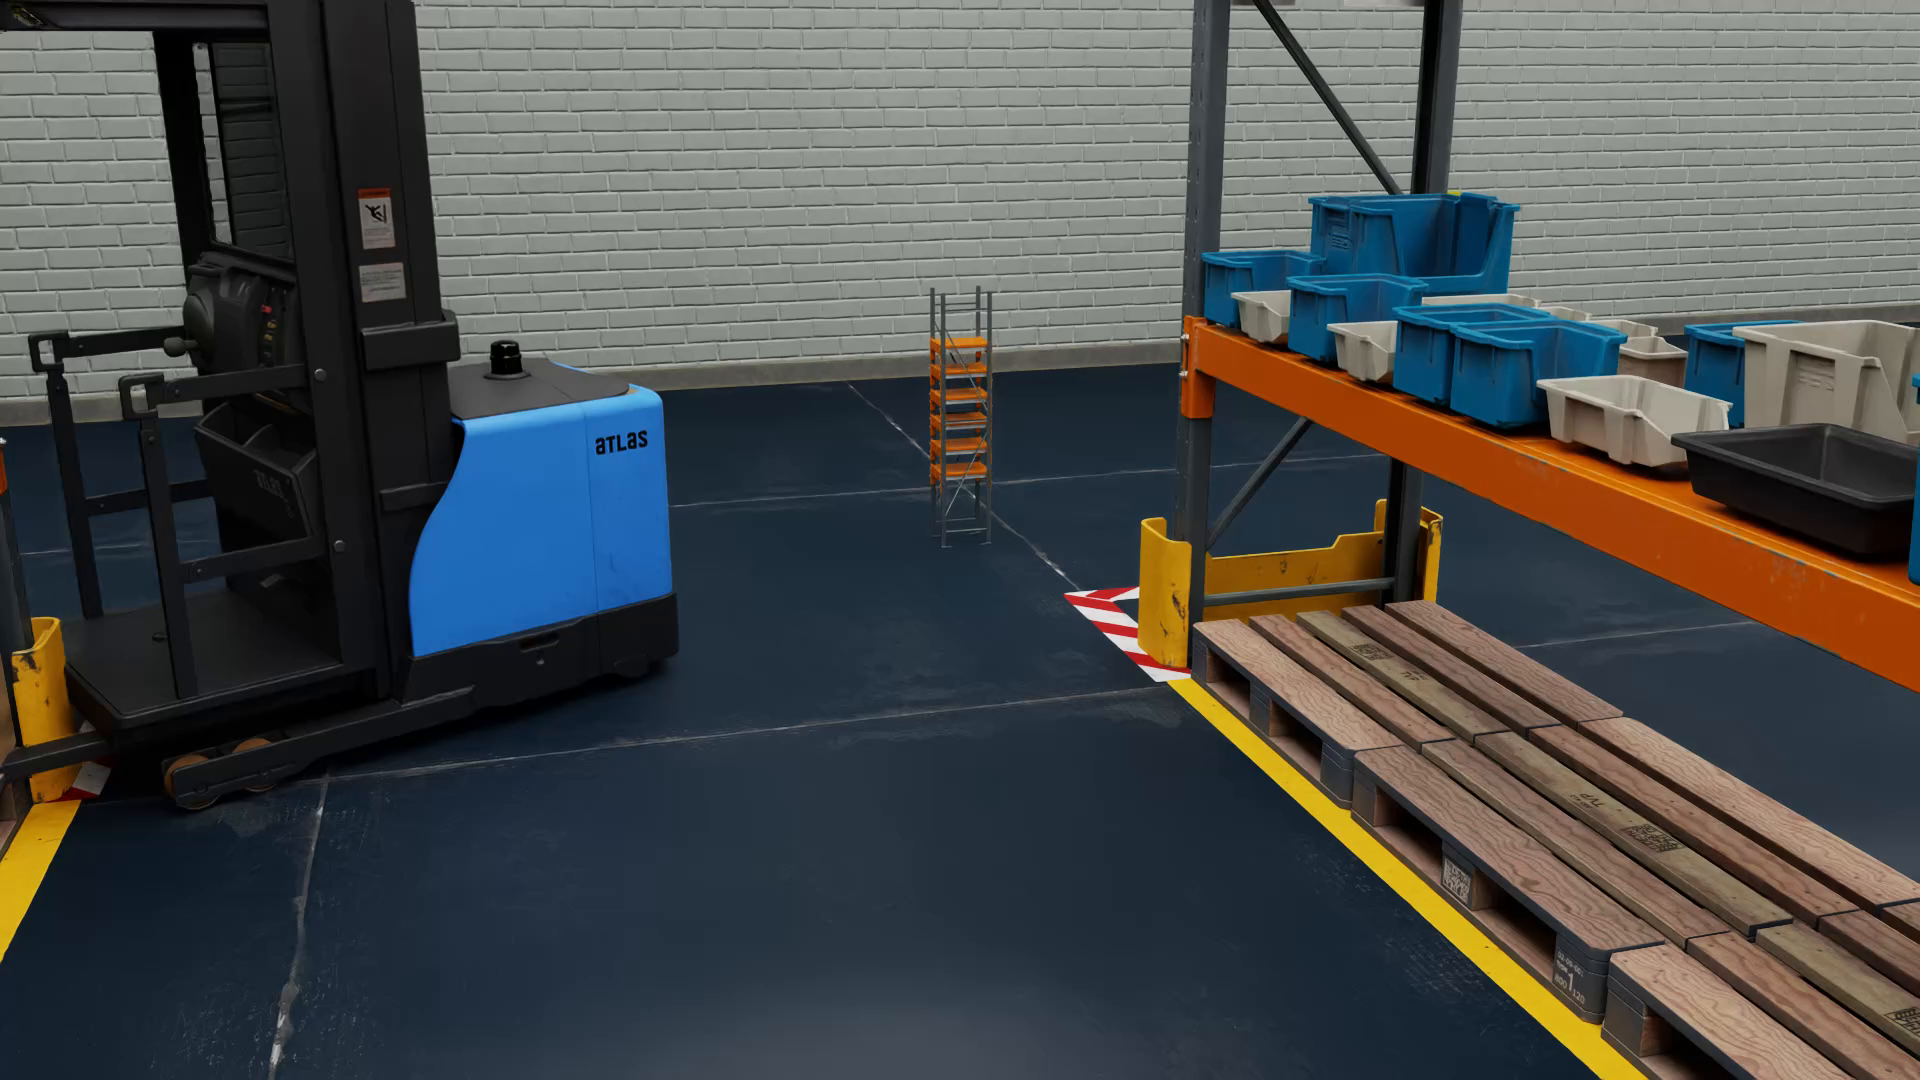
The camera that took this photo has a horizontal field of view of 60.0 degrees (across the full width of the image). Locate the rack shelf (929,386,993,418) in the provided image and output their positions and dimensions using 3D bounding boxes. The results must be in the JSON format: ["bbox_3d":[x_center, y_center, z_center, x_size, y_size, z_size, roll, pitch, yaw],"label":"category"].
[{"bbox_3d":[0.004,-0.643,7.744,0.258,0.103,0.180,-5,17,-15],"label":"rack shelf"}]

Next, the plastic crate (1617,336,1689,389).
[{"bbox_3d":[1.978,-0.486,4.708,0.298,0.136,0.250,-5,17,-15],"label":"plastic crate"}]

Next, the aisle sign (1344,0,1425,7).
[{"bbox_3d":[1.577,-2.319,5.940,0.394,0.787,0.004,-5,17,-15],"label":"aisle sign"}]

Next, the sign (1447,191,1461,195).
[{"bbox_3d":[1.840,-1.157,6.307,0.100,0.325,0.005,-5,17,-15],"label":"sign"}]

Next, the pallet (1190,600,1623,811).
[{"bbox_3d":[1.505,0.536,5.802,1.003,0.211,1.213,-5,17,-15],"label":"pallet"}]

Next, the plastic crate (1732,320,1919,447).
[{"bbox_3d":[2.172,-0.334,3.950,0.437,0.282,0.530,-5,17,-15],"label":"plastic crate"}]

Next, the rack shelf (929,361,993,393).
[{"bbox_3d":[0.004,-0.758,7.710,0.258,0.103,0.180,-5,17,-15],"label":"rack shelf"}]

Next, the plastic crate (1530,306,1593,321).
[{"bbox_3d":[1.779,-0.641,5.226,0.396,0.136,0.243,-5,17,-15],"label":"plastic crate"}]

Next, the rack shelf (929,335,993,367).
[{"bbox_3d":[0.004,-0.873,7.675,0.258,0.103,0.180,-5,17,-15],"label":"rack shelf"}]

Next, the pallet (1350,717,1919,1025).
[{"bbox_3d":[1.836,0.872,4.681,1.003,0.211,1.213,-5,17,-15],"label":"pallet"}]

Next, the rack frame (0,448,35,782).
[{"bbox_3d":[-3.448,-0.641,4.871,1.000,3.000,0.127,-5,17,-15],"label":"rack frame"}]

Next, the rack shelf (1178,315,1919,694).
[{"bbox_3d":[1.865,-0.133,4.433,1.077,0.370,4.000,-5,17,-15],"label":"rack shelf"}]

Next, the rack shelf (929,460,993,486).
[{"bbox_3d":[0.004,-0.298,7.848,0.258,0.103,0.180,-5,17,-15],"label":"rack shelf"}]

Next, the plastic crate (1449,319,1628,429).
[{"bbox_3d":[1.511,-0.438,4.383,0.416,0.233,0.300,-5,17,-15],"label":"plastic crate"}]

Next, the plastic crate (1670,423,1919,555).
[{"bbox_3d":[1.849,-0.110,3.478,0.437,0.125,0.590,-5,17,-15],"label":"plastic crate"}]

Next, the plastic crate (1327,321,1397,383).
[{"bbox_3d":[1.262,-0.556,4.944,0.250,0.136,0.298,-5,17,-15],"label":"plastic crate"}]

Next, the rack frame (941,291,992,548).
[{"bbox_3d":[0.029,-0.545,7.682,0.240,1.200,0.006,-5,17,-15],"label":"rack frame"}]

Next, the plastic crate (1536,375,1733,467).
[{"bbox_3d":[1.647,-0.285,4.041,0.293,0.136,0.466,-5,17,-15],"label":"plastic crate"}]

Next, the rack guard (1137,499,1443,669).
[{"bbox_3d":[1.296,0.160,6.549,1.175,0.500,0.348,-5,17,-15],"label":"rack guard"}]

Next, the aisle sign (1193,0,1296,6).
[{"bbox_3d":[1.010,-2.273,5.785,0.394,0.787,0.004,-5,17,-15],"label":"aisle sign"}]

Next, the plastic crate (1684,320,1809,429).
[{"bbox_3d":[2.126,-0.432,4.363,0.416,0.233,0.300,-5,17,-15],"label":"plastic crate"}]

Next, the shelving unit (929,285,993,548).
[{"bbox_3d":[0.004,-0.571,7.766,0.258,1.200,0.189,-5,17,-15],"label":"shelving unit"}]

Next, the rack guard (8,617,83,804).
[{"bbox_3d":[-3.428,0.578,5.160,1.175,0.500,0.348,-5,17,-15],"label":"rack guard"}]

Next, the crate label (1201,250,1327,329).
[{"bbox_3d":[1.067,-0.885,5.872,0.416,0.233,0.303,-5,17,-15],"label":"crate label"}]

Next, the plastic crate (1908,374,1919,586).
[{"bbox_3d":[1.958,-0.048,2.821,0.392,0.384,0.575,-5,17,-15],"label":"plastic crate"}]

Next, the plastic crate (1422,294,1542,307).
[{"bbox_3d":[1.713,-0.722,5.497,0.396,0.136,0.243,-5,17,-15],"label":"plastic crate"}]

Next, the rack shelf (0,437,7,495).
[{"bbox_3d":[-2.899,0.257,3.132,1.077,0.370,4.000,-5,17,-15],"label":"rack shelf"}]

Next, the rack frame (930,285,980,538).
[{"bbox_3d":[-0.021,-0.596,7.850,0.240,1.200,0.006,-5,17,-15],"label":"rack frame"}]

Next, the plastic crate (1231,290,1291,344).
[{"bbox_3d":[1.075,-0.744,5.569,0.250,0.136,0.298,-5,17,-15],"label":"plastic crate"}]

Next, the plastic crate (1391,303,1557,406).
[{"bbox_3d":[1.428,-0.521,4.660,0.416,0.233,0.300,-5,17,-15],"label":"plastic crate"}]

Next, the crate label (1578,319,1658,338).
[{"bbox_3d":[1.879,-0.566,4.976,0.396,0.136,0.243,-5,17,-15],"label":"crate label"}]

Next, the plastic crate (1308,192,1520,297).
[{"bbox_3d":[1.587,-0.999,5.898,0.616,0.435,0.499,-5,17,-15],"label":"plastic crate"}]

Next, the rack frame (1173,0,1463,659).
[{"bbox_3d":[1.315,-1.031,6.171,1.000,3.000,0.127,-5,17,-15],"label":"rack frame"}]

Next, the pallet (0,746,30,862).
[{"bbox_3d":[-3.208,0.937,4.468,1.003,0.211,1.213,-5,17,-15],"label":"pallet"}]

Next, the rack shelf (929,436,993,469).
[{"bbox_3d":[0.004,-0.413,7.813,0.258,0.103,0.180,-5,17,-15],"label":"rack shelf"}]

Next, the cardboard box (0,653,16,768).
[{"bbox_3d":[-3.062,0.477,4.731,0.500,0.500,0.500,-5,17,-15],"label":"cardboard box"}]

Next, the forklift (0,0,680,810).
[{"bbox_3d":[-2.501,-0.735,5.305,3.031,2.935,1.130,-14,22,-40],"label":"forklift"}]

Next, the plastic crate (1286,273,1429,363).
[{"bbox_3d":[1.247,-0.703,5.266,0.416,0.233,0.300,-5,17,-15],"label":"plastic crate"}]

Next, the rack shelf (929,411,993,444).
[{"bbox_3d":[0.004,-0.528,7.779,0.258,0.103,0.180,-5,17,-15],"label":"rack shelf"}]

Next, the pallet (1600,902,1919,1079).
[{"bbox_3d":[2.175,1.210,3.555,1.003,0.211,1.213,-5,17,-15],"label":"pallet"}]
